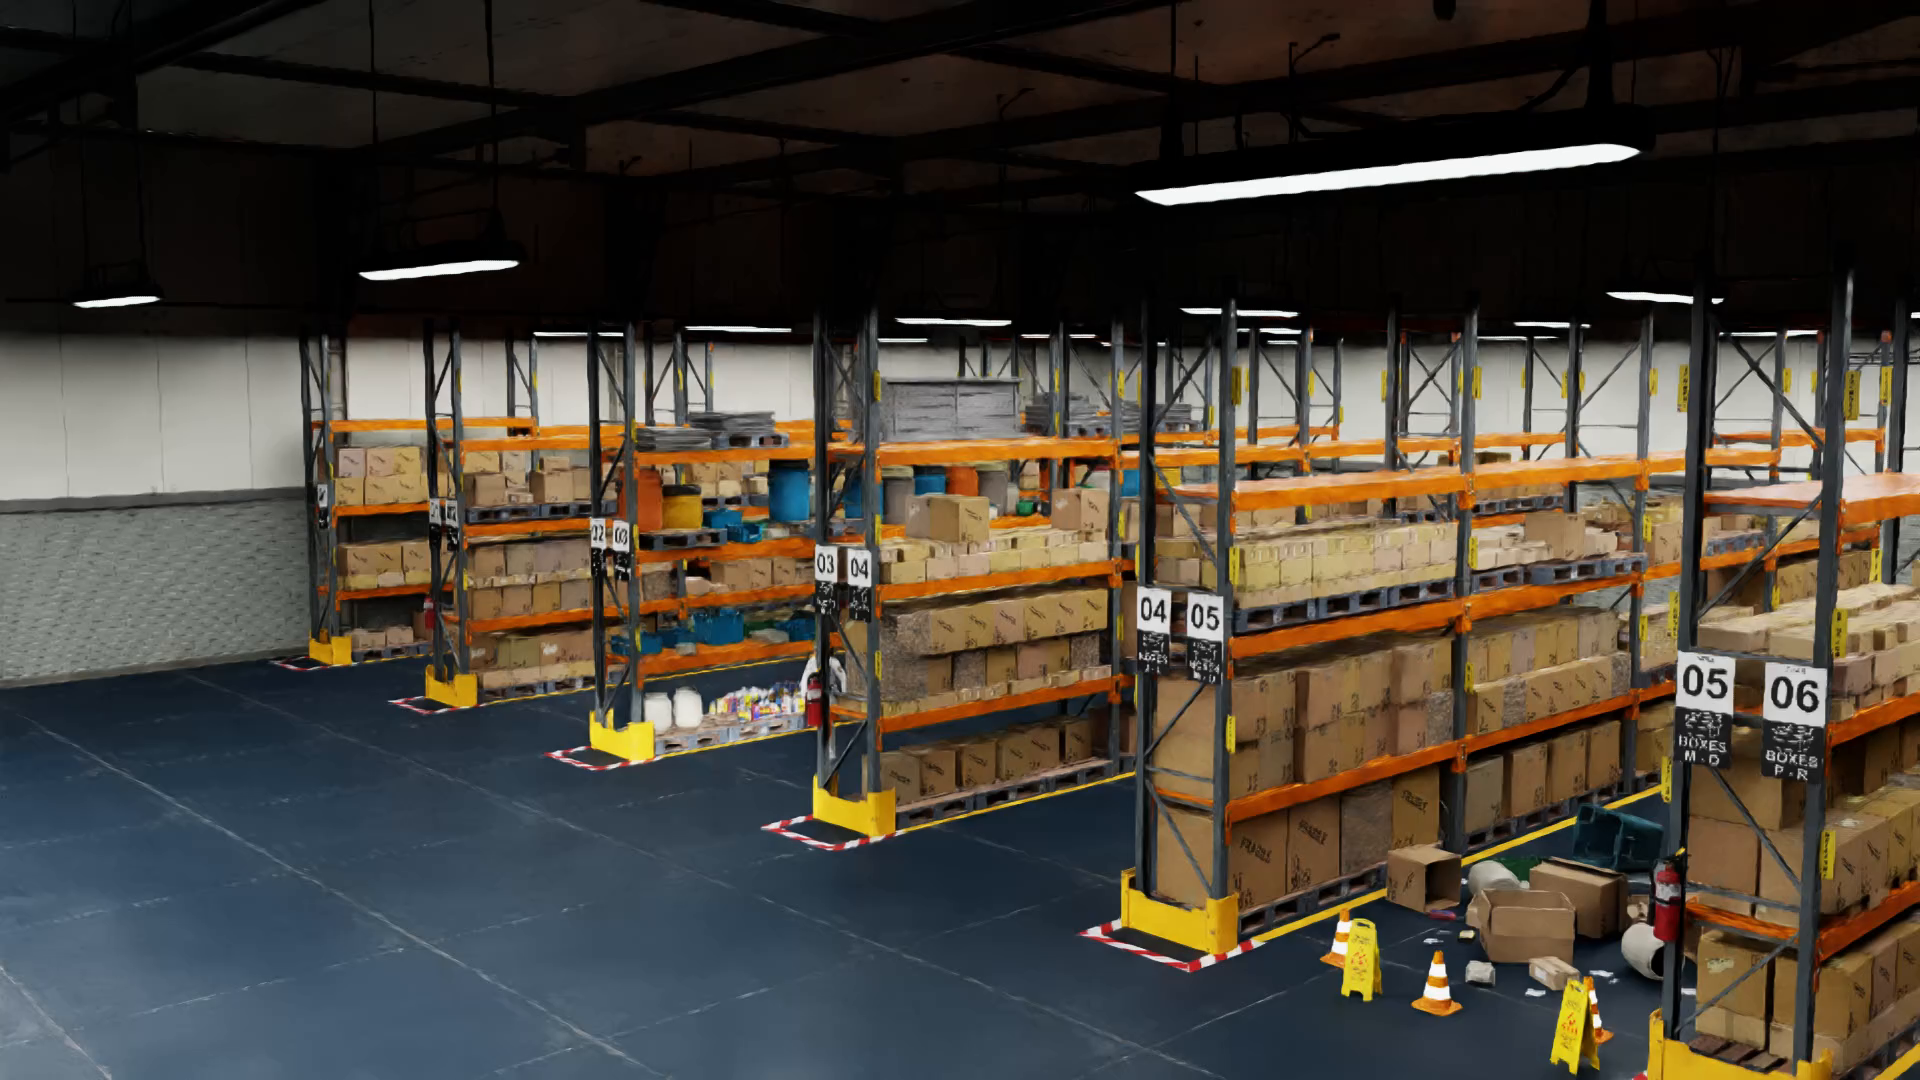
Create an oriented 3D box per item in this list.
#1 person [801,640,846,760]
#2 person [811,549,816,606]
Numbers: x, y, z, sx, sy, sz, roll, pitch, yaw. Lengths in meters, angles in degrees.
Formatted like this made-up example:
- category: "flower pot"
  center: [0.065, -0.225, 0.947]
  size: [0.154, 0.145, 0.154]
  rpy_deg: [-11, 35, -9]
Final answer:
- category: "person"
  center: [-1.801, 2.104, 22.308]
  size: [0.624, 1.616, 0.773]
  rpy_deg: [3, 6, 27]
- category: "person"
  center: [-2.844, 0.952, 33.738]
  size: [0.406, 1.600, 0.468]
  rpy_deg: [2, 6, 18]
